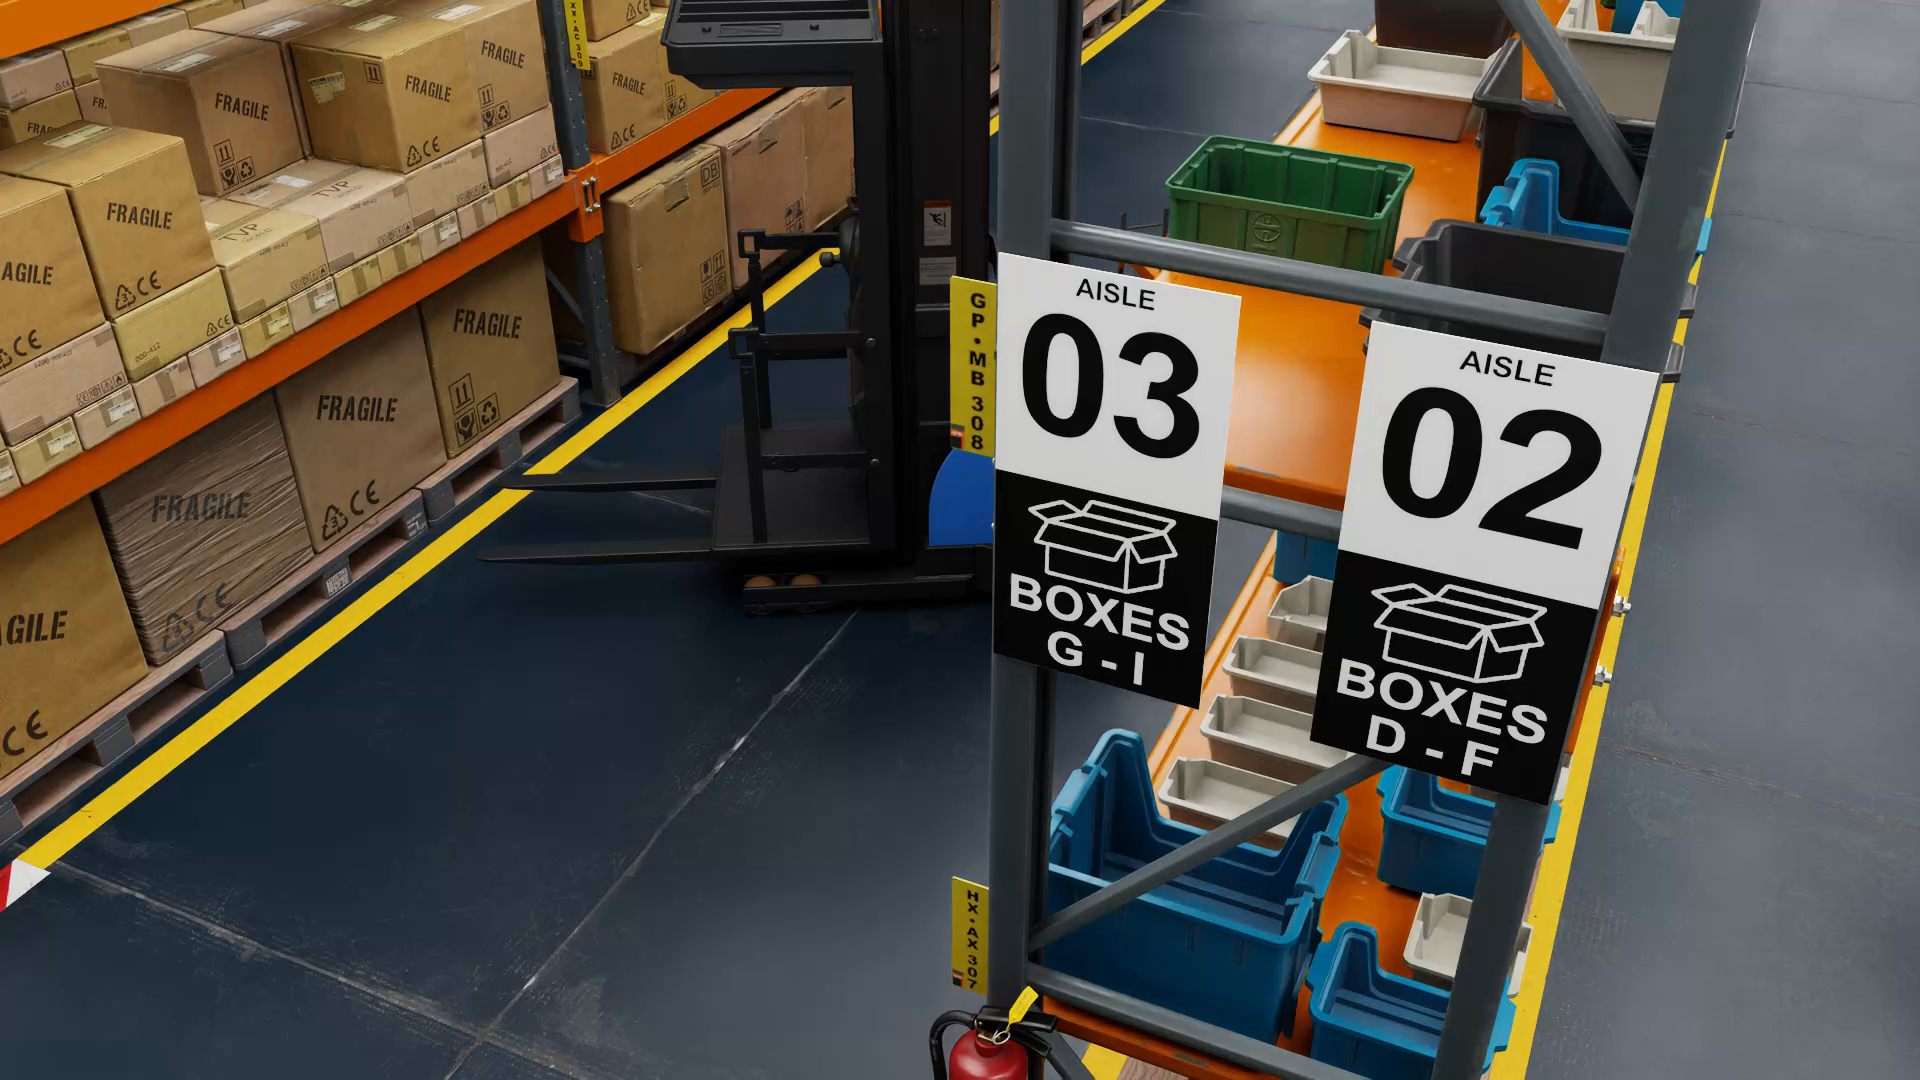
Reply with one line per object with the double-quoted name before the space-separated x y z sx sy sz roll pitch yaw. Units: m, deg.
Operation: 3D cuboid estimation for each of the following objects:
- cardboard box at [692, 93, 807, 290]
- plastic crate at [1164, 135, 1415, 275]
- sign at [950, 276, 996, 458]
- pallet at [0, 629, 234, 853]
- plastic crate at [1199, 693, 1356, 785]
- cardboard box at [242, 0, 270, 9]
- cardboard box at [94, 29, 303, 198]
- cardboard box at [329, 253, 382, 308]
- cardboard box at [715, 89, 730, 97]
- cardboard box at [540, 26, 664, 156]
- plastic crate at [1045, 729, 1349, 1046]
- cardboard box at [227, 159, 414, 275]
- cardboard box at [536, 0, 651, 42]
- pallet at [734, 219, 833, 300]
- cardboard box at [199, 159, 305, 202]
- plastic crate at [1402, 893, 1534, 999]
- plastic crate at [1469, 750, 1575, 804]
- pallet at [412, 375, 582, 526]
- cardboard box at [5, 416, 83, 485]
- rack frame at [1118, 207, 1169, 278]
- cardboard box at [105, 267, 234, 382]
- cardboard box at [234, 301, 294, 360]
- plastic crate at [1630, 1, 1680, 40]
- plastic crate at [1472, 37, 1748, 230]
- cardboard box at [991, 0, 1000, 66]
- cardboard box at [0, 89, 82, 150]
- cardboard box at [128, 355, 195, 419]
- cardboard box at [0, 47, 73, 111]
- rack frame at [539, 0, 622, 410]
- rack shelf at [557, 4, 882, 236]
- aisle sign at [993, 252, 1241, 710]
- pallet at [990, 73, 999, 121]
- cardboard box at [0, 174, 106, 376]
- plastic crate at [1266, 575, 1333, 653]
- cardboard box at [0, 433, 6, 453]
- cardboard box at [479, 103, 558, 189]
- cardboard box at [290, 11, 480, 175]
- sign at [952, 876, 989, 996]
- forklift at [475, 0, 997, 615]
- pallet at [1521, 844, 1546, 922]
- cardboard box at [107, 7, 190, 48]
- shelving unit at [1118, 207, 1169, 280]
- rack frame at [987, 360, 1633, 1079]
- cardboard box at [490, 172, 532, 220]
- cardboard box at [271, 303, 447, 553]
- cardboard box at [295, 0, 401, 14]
"cardboard box" -1.666 -2.143 9.838 1.225 0.875 0.875 13 35 19
"plastic crate" 0.690 -0.682 3.512 0.450 0.188 0.336 14 36 20
"sign" 0.030 -0.288 2.814 0.100 0.325 0.005 14 36 20
"pallet" -3.699 0.654 6.560 1.003 0.211 1.213 14 36 20
"plastic crate" 0.847 0.537 4.381 0.396 0.136 0.243 14 36 20
"cardboard box" -5.327 -4.057 12.415 0.500 0.250 0.500 15 36 21
"cardboard box" -3.148 -1.779 6.910 0.500 0.500 0.500 13 35 19
"cardboard box" -2.656 -1.116 6.945 0.380 0.149 0.250 14 36 20
"cardboard box" -1.450 -2.801 9.195 0.500 0.500 0.500 13 36 19
"cardboard box" -1.869 -2.301 8.433 0.500 0.500 0.500 14 36 21
"plastic crate" 0.507 0.791 3.721 0.616 0.435 0.499 14 36 20
"cardboard box" -2.663 -1.357 6.949 0.500 0.250 0.500 15 36 21
"cardboard box" -2.029 -2.869 8.384 0.797 0.503 0.637 13 36 19
"pallet" -1.525 -1.933 10.505 1.003 0.211 1.213 14 36 20
"cardboard box" -3.147 -1.470 7.121 0.500 0.250 0.500 15 36 22
"plastic crate" 1.148 0.938 3.770 0.250 0.136 0.298 14 36 20
"plastic crate" 1.432 0.600 4.285 0.250 0.136 0.298 14 36 20
"pallet" -2.678 -0.561 8.413 1.003 0.211 1.213 14 36 20
"cardboard box" -3.301 -0.347 5.773 0.380 0.149 0.250 13 36 19
"rack frame" 0.889 -1.077 8.298 0.240 1.200 0.015 -9 34 -14
"cardboard box" -3.091 -0.844 6.167 0.500 0.250 0.500 13 35 19
"cardboard box" -2.872 -0.858 6.552 0.380 0.149 0.250 13 36 19
"plastic crate" 2.023 -1.375 4.616 0.293 0.136 0.466 14 36 20
"plastic crate" 1.425 -0.886 3.686 0.504 0.338 0.767 14 36 20
"cardboard box" 0.098 -4.120 13.176 0.700 0.500 0.500 17 37 24
"cardboard box" -6.201 -2.713 11.049 0.500 0.500 0.500 16 36 22
"cardboard box" -3.086 -0.604 6.164 0.380 0.149 0.250 13 36 20
"cardboard box" -6.202 -3.027 10.844 0.500 0.250 0.500 13 35 18
"rack frame" -2.289 -2.088 8.198 1.000 3.000 0.127 14 36 20
"rack shelf" -1.452 -2.783 9.915 1.077 0.370 4.000 14 36 20
"aisle sign" 0.240 -0.078 2.762 0.394 0.787 0.004 14 36 20
"pallet" -0.287 -3.303 12.594 1.003 0.211 1.213 14 36 20
"cardboard box" -3.307 -0.897 5.564 0.500 0.500 0.500 13 36 19
"plastic crate" 1.049 0.241 4.832 0.298 0.136 0.250 14 36 20
"cardboard box" -3.516 -0.334 5.390 0.500 0.250 0.500 13 36 19
"cardboard box" -2.235 -1.869 7.731 0.500 0.250 0.500 14 36 20
"cardboard box" -2.452 -1.924 7.130 0.500 0.500 0.500 15 36 21
"sign" 0.030 0.854 3.563 0.100 0.325 0.005 14 36 20
"forklift" -0.622 -1.201 6.908 3.031 2.935 1.130 -2 33 -4
"pallet" 1.428 1.200 5.728 1.003 0.211 1.213 14 36 20
"cardboard box" -5.764 -3.546 11.635 0.500 0.250 0.500 16 36 22
"shelving unit" 0.958 -0.949 8.103 0.258 1.200 0.503 -9 34 -14
"rack frame" 0.536 1.041 3.427 1.000 3.000 0.127 14 36 20
"cardboard box" -2.226 -1.627 7.725 0.380 0.149 0.250 15 36 21
"cardboard box" -3.014 -0.616 7.509 0.875 0.875 0.875 14 36 20
"cardboard box" -2.721 -2.283 7.678 0.500 0.500 0.500 14 36 20
